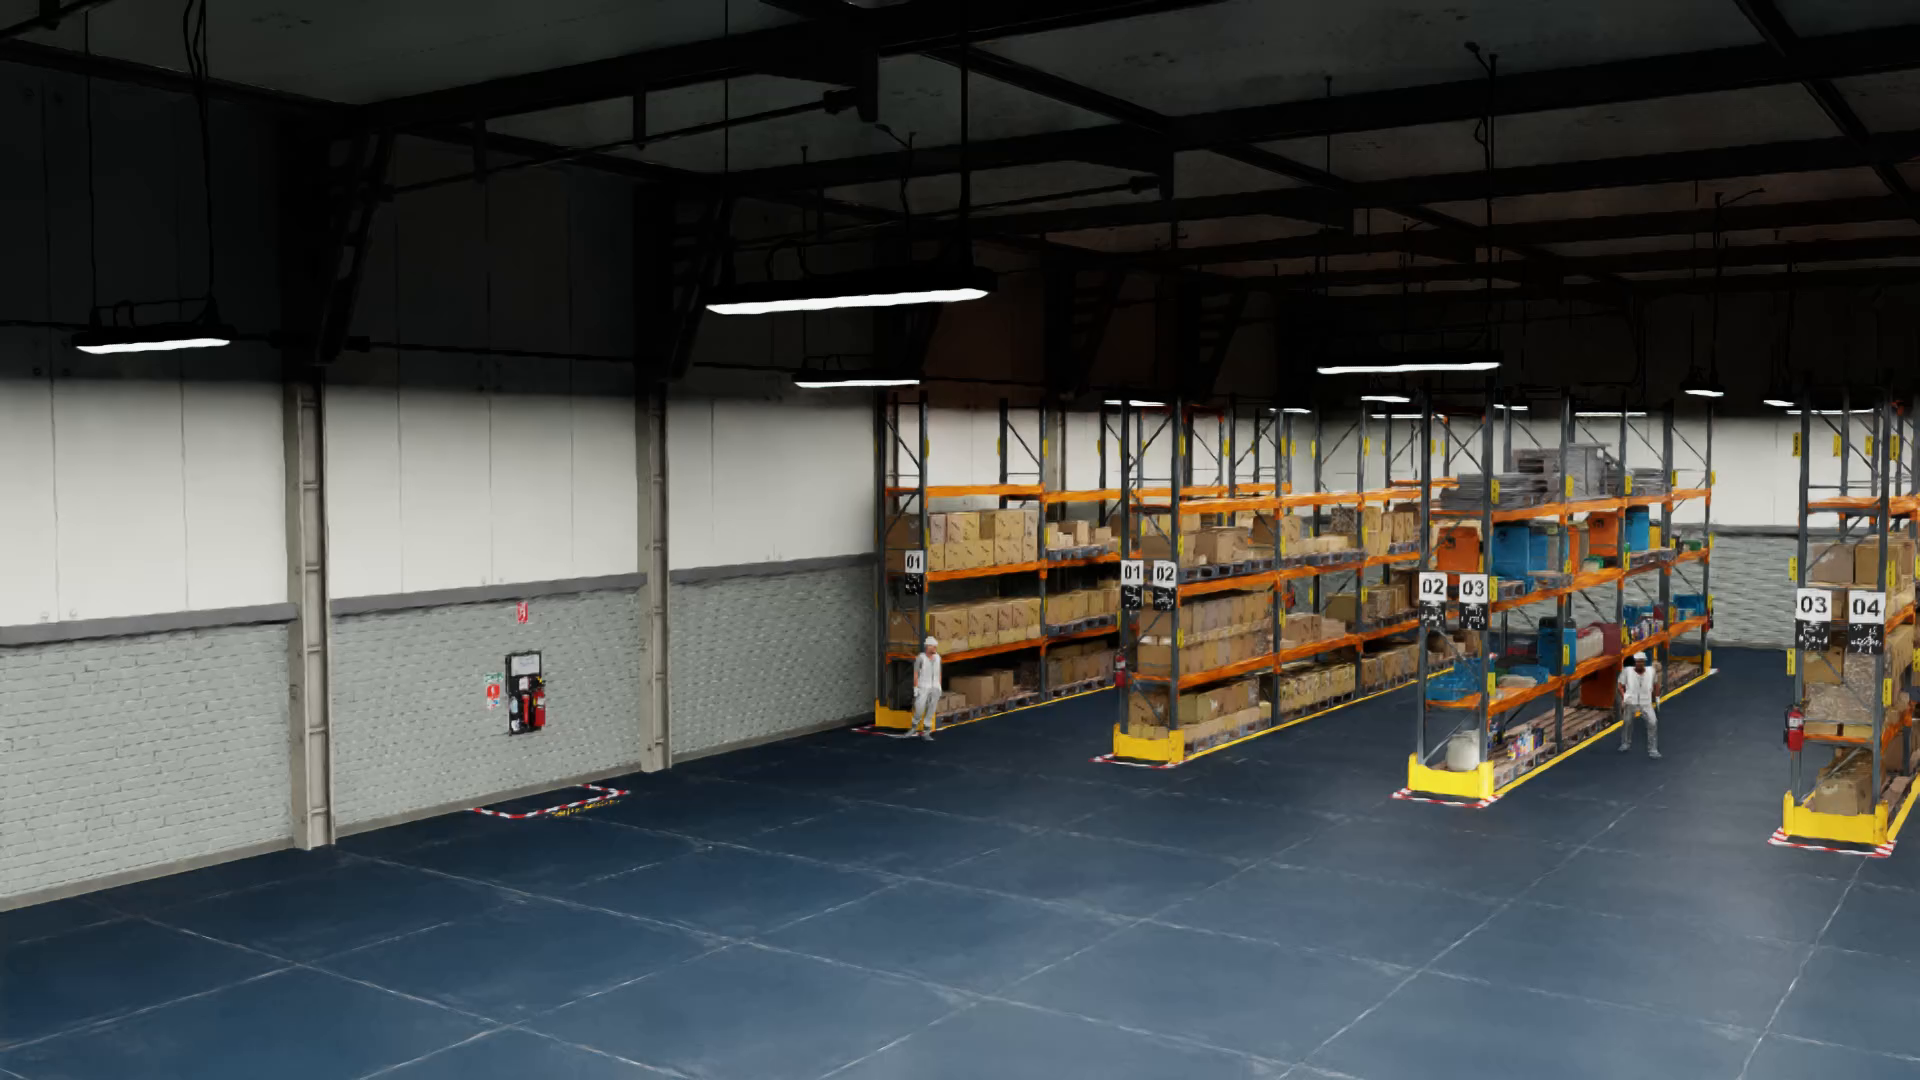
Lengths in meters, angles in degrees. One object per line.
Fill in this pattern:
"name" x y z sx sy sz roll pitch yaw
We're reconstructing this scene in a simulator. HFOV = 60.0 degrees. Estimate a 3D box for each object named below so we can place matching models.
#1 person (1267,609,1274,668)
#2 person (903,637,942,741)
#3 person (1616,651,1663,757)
"person" 6.621 2.232 35.247 0.495 1.589 1.086 2 4 37
"person" -0.612 2.529 28.305 0.704 1.780 0.460 -2 4 -27
"person" 11.024 2.637 27.004 0.701 1.718 0.844 1 3 18
